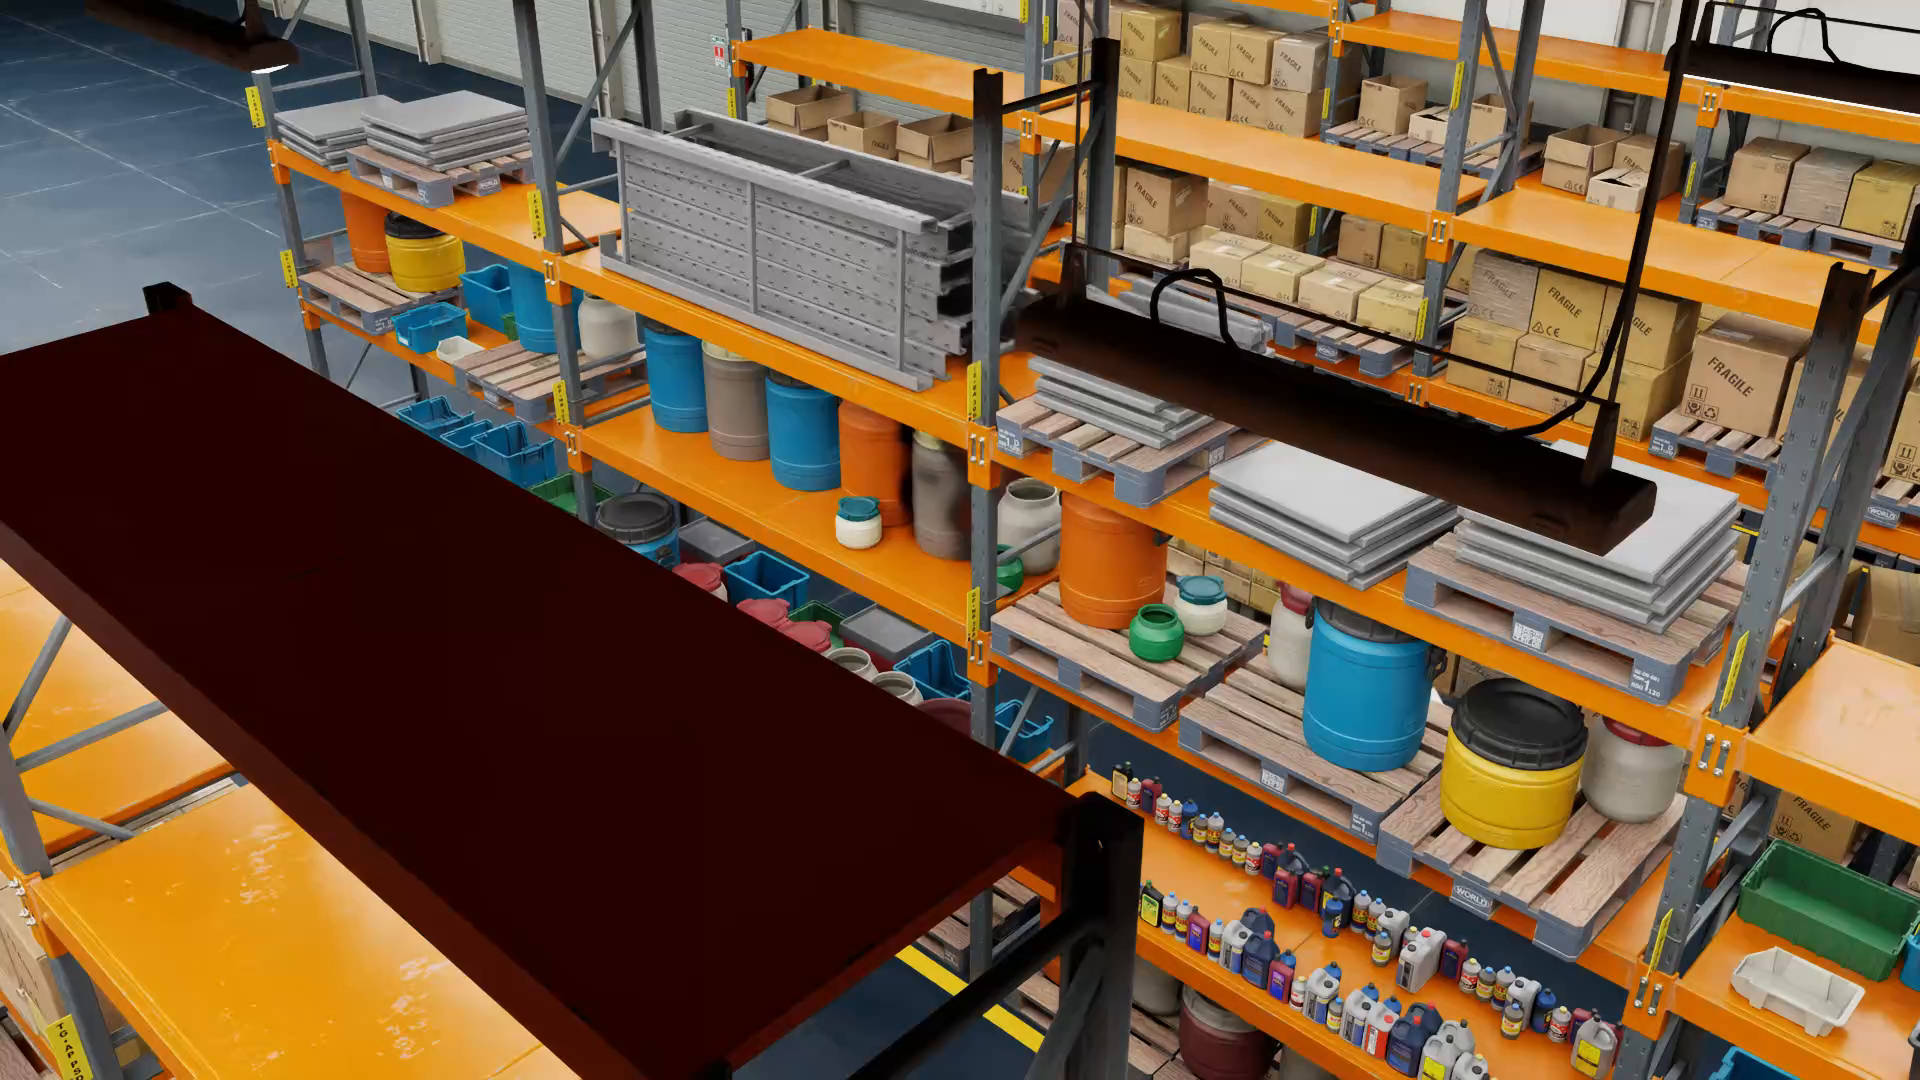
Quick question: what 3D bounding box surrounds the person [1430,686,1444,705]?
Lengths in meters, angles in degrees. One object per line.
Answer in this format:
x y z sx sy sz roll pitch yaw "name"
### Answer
3.278 1.610 11.535 1.034 1.492 0.730 11 31 19 "person"
